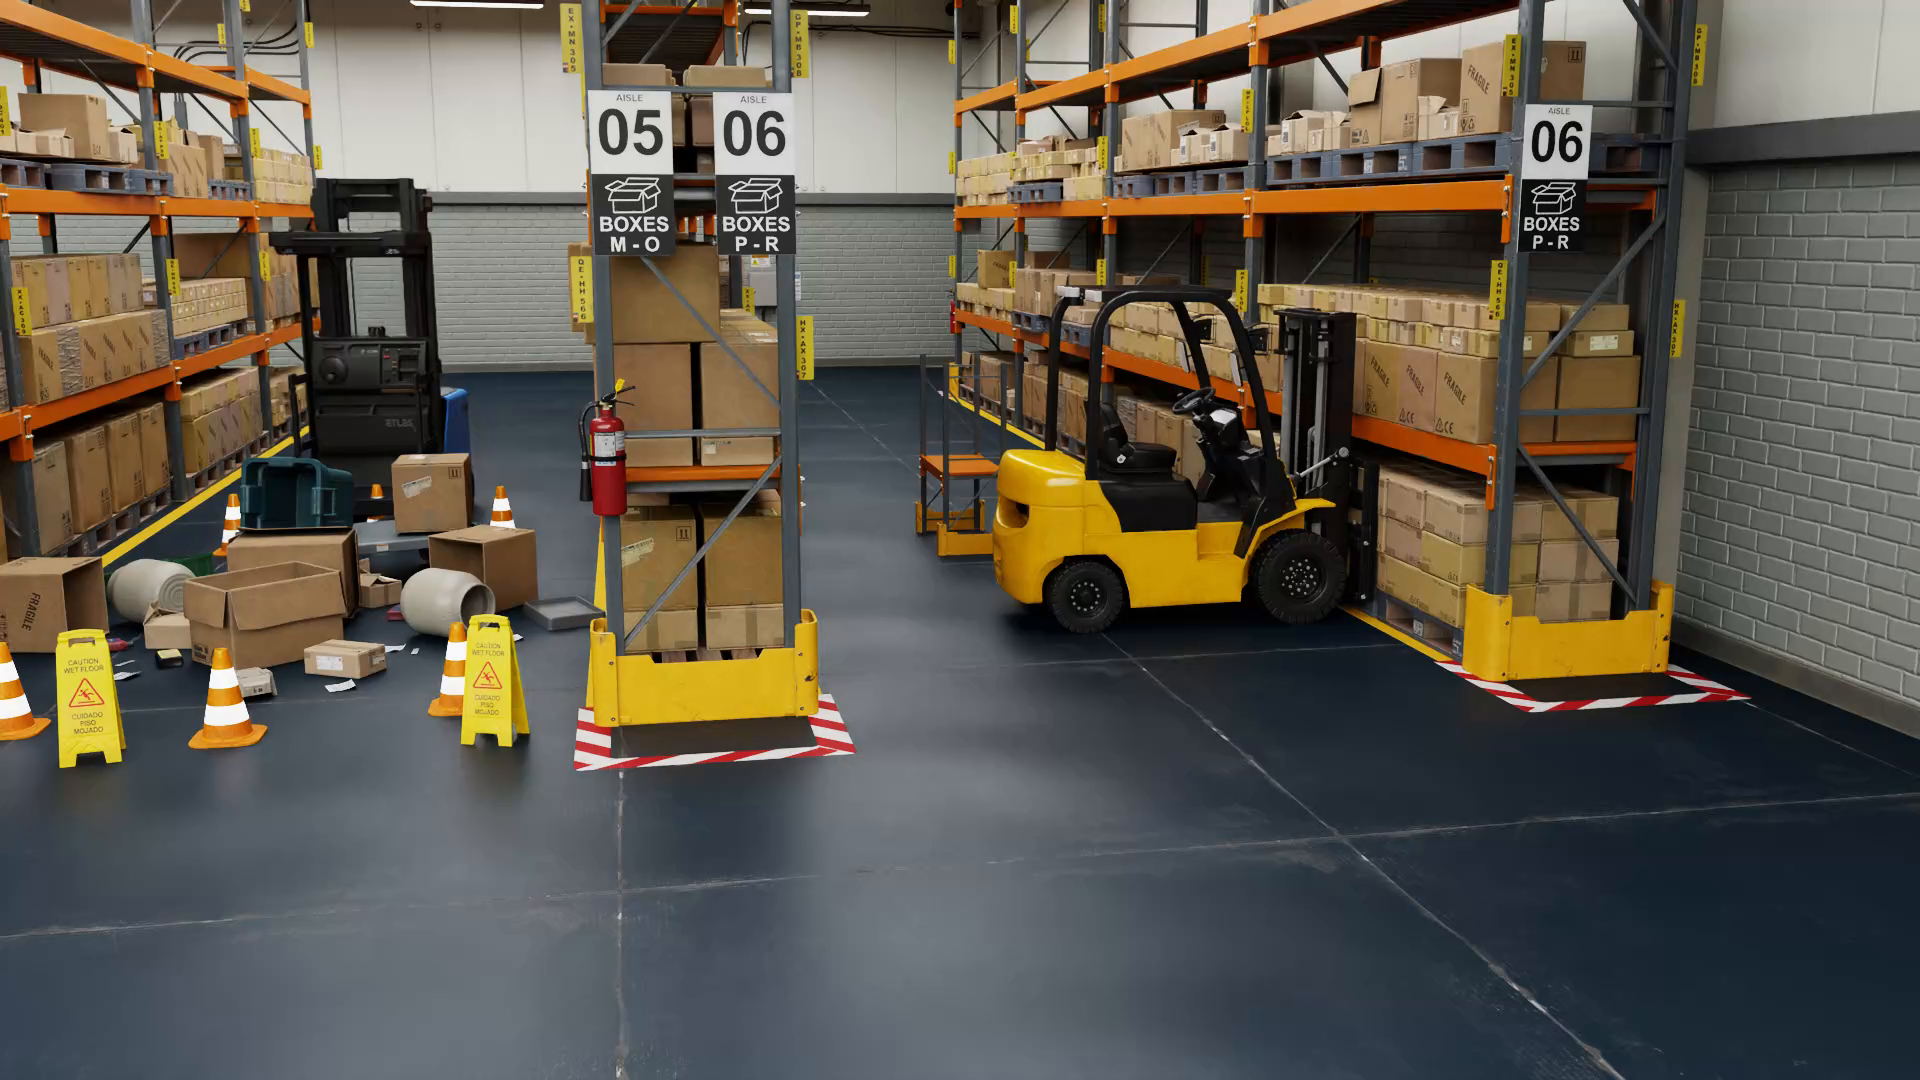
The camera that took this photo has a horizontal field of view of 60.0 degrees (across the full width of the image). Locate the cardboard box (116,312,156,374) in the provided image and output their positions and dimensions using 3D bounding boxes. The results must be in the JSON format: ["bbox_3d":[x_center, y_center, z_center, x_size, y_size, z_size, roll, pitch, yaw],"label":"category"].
[{"bbox_3d":[-7.281,-1.695,14.313,0.500,0.500,0.500,-2,11,-11],"label":"cardboard box"}]

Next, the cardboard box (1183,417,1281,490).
[{"bbox_3d":[2.499,-0.734,14.759,0.875,0.625,0.625,-2,11,-12],"label":"cardboard box"}]

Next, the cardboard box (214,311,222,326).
[{"bbox_3d":[-7.977,-2.322,17.425,0.380,0.149,0.250,-2,11,-9],"label":"cardboard box"}]

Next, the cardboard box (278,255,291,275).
[{"bbox_3d":[-8.537,-3.510,20.379,0.500,0.500,0.500,-2,11,-10],"label":"cardboard box"}]

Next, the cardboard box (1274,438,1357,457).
[{"bbox_3d":[2.631,-0.609,12.430,0.500,0.250,0.500,-2,11,-11],"label":"cardboard box"}]

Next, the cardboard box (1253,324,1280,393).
[{"bbox_3d":[2.585,-1.415,12.840,0.500,0.500,0.500,-2,11,-13],"label":"cardboard box"}]

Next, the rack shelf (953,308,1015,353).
[{"bbox_3d":[0.810,-2.937,23.030,1.077,0.370,4.000,-2,11,-11],"label":"rack shelf"}]

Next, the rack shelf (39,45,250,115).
[{"bbox_3d":[-8.116,-4.574,16.657,1.077,0.370,4.000,-2,11,-11],"label":"rack shelf"}]

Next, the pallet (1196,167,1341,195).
[{"bbox_3d":[2.570,-2.997,13.912,0.805,0.209,1.217,-3,11,-13],"label":"pallet"}]

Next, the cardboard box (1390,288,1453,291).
[{"bbox_3d":[3.327,-1.735,11.994,0.380,0.149,0.250,-2,11,-12],"label":"cardboard box"}]

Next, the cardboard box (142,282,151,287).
[{"bbox_3d":[-8.627,-2.593,17.256,0.380,0.149,0.250,-2,11,-9],"label":"cardboard box"}]

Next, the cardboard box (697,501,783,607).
[{"bbox_3d":[-1.226,0.072,9.521,0.500,0.500,0.500,-3,11,-13],"label":"cardboard box"}]

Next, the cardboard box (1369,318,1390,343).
[{"bbox_3d":[2.917,-1.378,10.914,0.380,0.149,0.250,-2,11,-11],"label":"cardboard box"}]

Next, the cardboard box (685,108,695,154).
[{"bbox_3d":[-1.260,-2.282,9.249,0.500,0.250,0.500,-2,11,-12],"label":"cardboard box"}]

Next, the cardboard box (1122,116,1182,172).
[{"bbox_3d":[1.879,-3.827,16.098,0.500,0.500,0.500,-2,11,-11],"label":"cardboard box"}]

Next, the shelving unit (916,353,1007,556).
[{"bbox_3d":[0.015,-0.723,13.483,0.587,1.500,1.083,-2,11,-11],"label":"shelving unit"}]

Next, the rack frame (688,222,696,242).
[{"bbox_3d":[-3.669,-2.743,20.084,1.000,3.000,0.127,-2,11,-11],"label":"rack frame"}]

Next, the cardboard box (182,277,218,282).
[{"bbox_3d":[-8.876,-2.818,19.415,0.500,0.500,0.500,-2,11,-11],"label":"cardboard box"}]

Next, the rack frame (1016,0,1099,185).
[{"bbox_3d":[1.199,-5.871,20.475,1.000,3.000,0.127,-2,11,-11],"label":"rack frame"}]

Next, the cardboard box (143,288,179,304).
[{"bbox_3d":[-7.682,-2.327,15.855,0.380,0.149,0.250,-2,11,-13],"label":"cardboard box"}]

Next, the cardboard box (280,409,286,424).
[{"bbox_3d":[-8.313,-1.477,19.936,0.380,0.149,0.250,-2,11,-9],"label":"cardboard box"}]

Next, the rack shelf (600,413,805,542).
[{"bbox_3d":[-1.724,-0.555,10.515,1.077,0.370,4.000,-2,11,-11],"label":"rack shelf"}]

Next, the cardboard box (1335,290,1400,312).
[{"bbox_3d":[2.854,-1.668,11.639,0.380,0.149,0.250,-2,11,-11],"label":"cardboard box"}]

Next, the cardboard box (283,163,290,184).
[{"bbox_3d":[-8.660,-4.567,20.711,0.500,0.250,0.500,-3,11,-13],"label":"cardboard box"}]

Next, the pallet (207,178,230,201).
[{"bbox_3d":[-8.285,-3.618,17.164,1.213,0.211,1.003,-2,11,-11],"label":"pallet"}]

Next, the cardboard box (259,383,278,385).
[{"bbox_3d":[-8.462,-1.810,20.095,0.380,0.149,0.250,-2,11,-12],"label":"cardboard box"}]

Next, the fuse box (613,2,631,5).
[{"bbox_3d":[-5.810,-9.014,28.433,0.513,0.334,0.176,-2,11,-11],"label":"fuse box"}]

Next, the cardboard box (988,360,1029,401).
[{"bbox_3d":[0.777,-2.172,22.646,0.700,0.500,0.500,-3,11,-13],"label":"cardboard box"}]

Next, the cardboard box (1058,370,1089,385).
[{"bbox_3d":[1.323,-1.908,19.527,0.380,0.149,0.250,-2,11,-9],"label":"cardboard box"}]

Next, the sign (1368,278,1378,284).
[{"bbox_3d":[3.299,-1.941,13.346,0.100,0.325,0.005,-2,11,-11],"label":"sign"}]

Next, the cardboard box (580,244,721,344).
[{"bbox_3d":[-1.649,-1.314,8.840,0.700,0.500,0.500,-2,11,-12],"label":"cardboard box"}]

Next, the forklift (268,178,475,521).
[{"bbox_3d":[-4.938,-1.501,13.743,1.130,2.935,3.031,-1,11,-4],"label":"forklift"}]

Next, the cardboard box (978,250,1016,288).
[{"bbox_3d":[0.537,-3.730,22.872,0.500,0.500,0.500,-2,11,-10],"label":"cardboard box"}]

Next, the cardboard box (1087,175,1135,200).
[{"bbox_3d":[1.639,-3.675,17.363,0.500,0.250,0.500,-2,11,-13],"label":"cardboard box"}]

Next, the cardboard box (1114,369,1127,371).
[{"bbox_3d":[1.847,-1.928,19.631,0.380,0.149,0.250,-2,11,-10],"label":"cardboard box"}]

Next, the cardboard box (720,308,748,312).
[{"bbox_3d":[-1.783,-1.398,11.957,0.500,0.500,0.500,-2,11,-12],"label":"cardboard box"}]

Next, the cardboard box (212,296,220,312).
[{"bbox_3d":[-7.974,-2.466,17.382,0.380,0.149,0.250,-2,11,-11],"label":"cardboard box"}]

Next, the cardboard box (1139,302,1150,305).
[{"bbox_3d":[1.941,-2.346,15.999,0.380,0.149,0.250,-2,11,-10],"label":"cardboard box"}]

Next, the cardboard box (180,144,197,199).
[{"bbox_3d":[-7.682,-3.539,15.978,0.500,0.500,0.500,-2,11,-11],"label":"cardboard box"}]

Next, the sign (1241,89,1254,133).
[{"bbox_3d":[2.224,-3.317,12.855,0.100,0.325,0.005,-2,11,-11],"label":"sign"}]

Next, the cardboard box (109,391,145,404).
[{"bbox_3d":[-8.117,-1.273,15.919,0.500,0.250,0.500,-2,11,-12],"label":"cardboard box"}]

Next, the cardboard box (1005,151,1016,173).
[{"bbox_3d":[0.865,-4.799,21.135,0.500,0.250,0.500,-2,11,-11],"label":"cardboard box"}]

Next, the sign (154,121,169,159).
[{"bbox_3d":[-7.181,-3.596,14.948,0.100,0.325,0.005,-2,11,-11],"label":"sign"}]

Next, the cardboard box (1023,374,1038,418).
[{"bbox_3d":[1.072,-1.805,20.721,0.500,0.500,0.500,-2,11,-9],"label":"cardboard box"}]

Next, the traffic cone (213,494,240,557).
[{"bbox_3d":[-5.729,-0.131,13.150,0.336,0.463,0.334,-2,11,-11],"label":"traffic cone"}]

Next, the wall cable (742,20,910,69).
[{"bbox_3d":[-2.352,-7.596,29.438,2.988,3.039,0.133,-2,11,-11],"label":"wall cable"}]

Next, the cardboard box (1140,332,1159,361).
[{"bbox_3d":[2.023,-1.840,15.740,0.500,0.250,0.500,-2,11,-13],"label":"cardboard box"}]

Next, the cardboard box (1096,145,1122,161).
[{"bbox_3d":[1.620,-3.984,17.124,0.380,0.149,0.250,-2,11,-9],"label":"cardboard box"}]

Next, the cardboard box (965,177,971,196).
[{"bbox_3d":[0.358,-5.020,23.630,0.500,0.250,0.500,-2,11,-10],"label":"cardboard box"}]

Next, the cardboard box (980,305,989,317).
[{"bbox_3d":[0.489,-3.178,23.044,0.380,0.149,0.250,-2,11,-10],"label":"cardboard box"}]

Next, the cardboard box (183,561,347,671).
[{"bbox_3d":[-4.160,0.455,9.963,0.637,0.503,0.797,9,14,38],"label":"cardboard box"}]

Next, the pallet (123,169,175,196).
[{"bbox_3d":[-7.550,-3.075,14.313,1.213,0.211,1.003,-2,11,-8],"label":"pallet"}]
